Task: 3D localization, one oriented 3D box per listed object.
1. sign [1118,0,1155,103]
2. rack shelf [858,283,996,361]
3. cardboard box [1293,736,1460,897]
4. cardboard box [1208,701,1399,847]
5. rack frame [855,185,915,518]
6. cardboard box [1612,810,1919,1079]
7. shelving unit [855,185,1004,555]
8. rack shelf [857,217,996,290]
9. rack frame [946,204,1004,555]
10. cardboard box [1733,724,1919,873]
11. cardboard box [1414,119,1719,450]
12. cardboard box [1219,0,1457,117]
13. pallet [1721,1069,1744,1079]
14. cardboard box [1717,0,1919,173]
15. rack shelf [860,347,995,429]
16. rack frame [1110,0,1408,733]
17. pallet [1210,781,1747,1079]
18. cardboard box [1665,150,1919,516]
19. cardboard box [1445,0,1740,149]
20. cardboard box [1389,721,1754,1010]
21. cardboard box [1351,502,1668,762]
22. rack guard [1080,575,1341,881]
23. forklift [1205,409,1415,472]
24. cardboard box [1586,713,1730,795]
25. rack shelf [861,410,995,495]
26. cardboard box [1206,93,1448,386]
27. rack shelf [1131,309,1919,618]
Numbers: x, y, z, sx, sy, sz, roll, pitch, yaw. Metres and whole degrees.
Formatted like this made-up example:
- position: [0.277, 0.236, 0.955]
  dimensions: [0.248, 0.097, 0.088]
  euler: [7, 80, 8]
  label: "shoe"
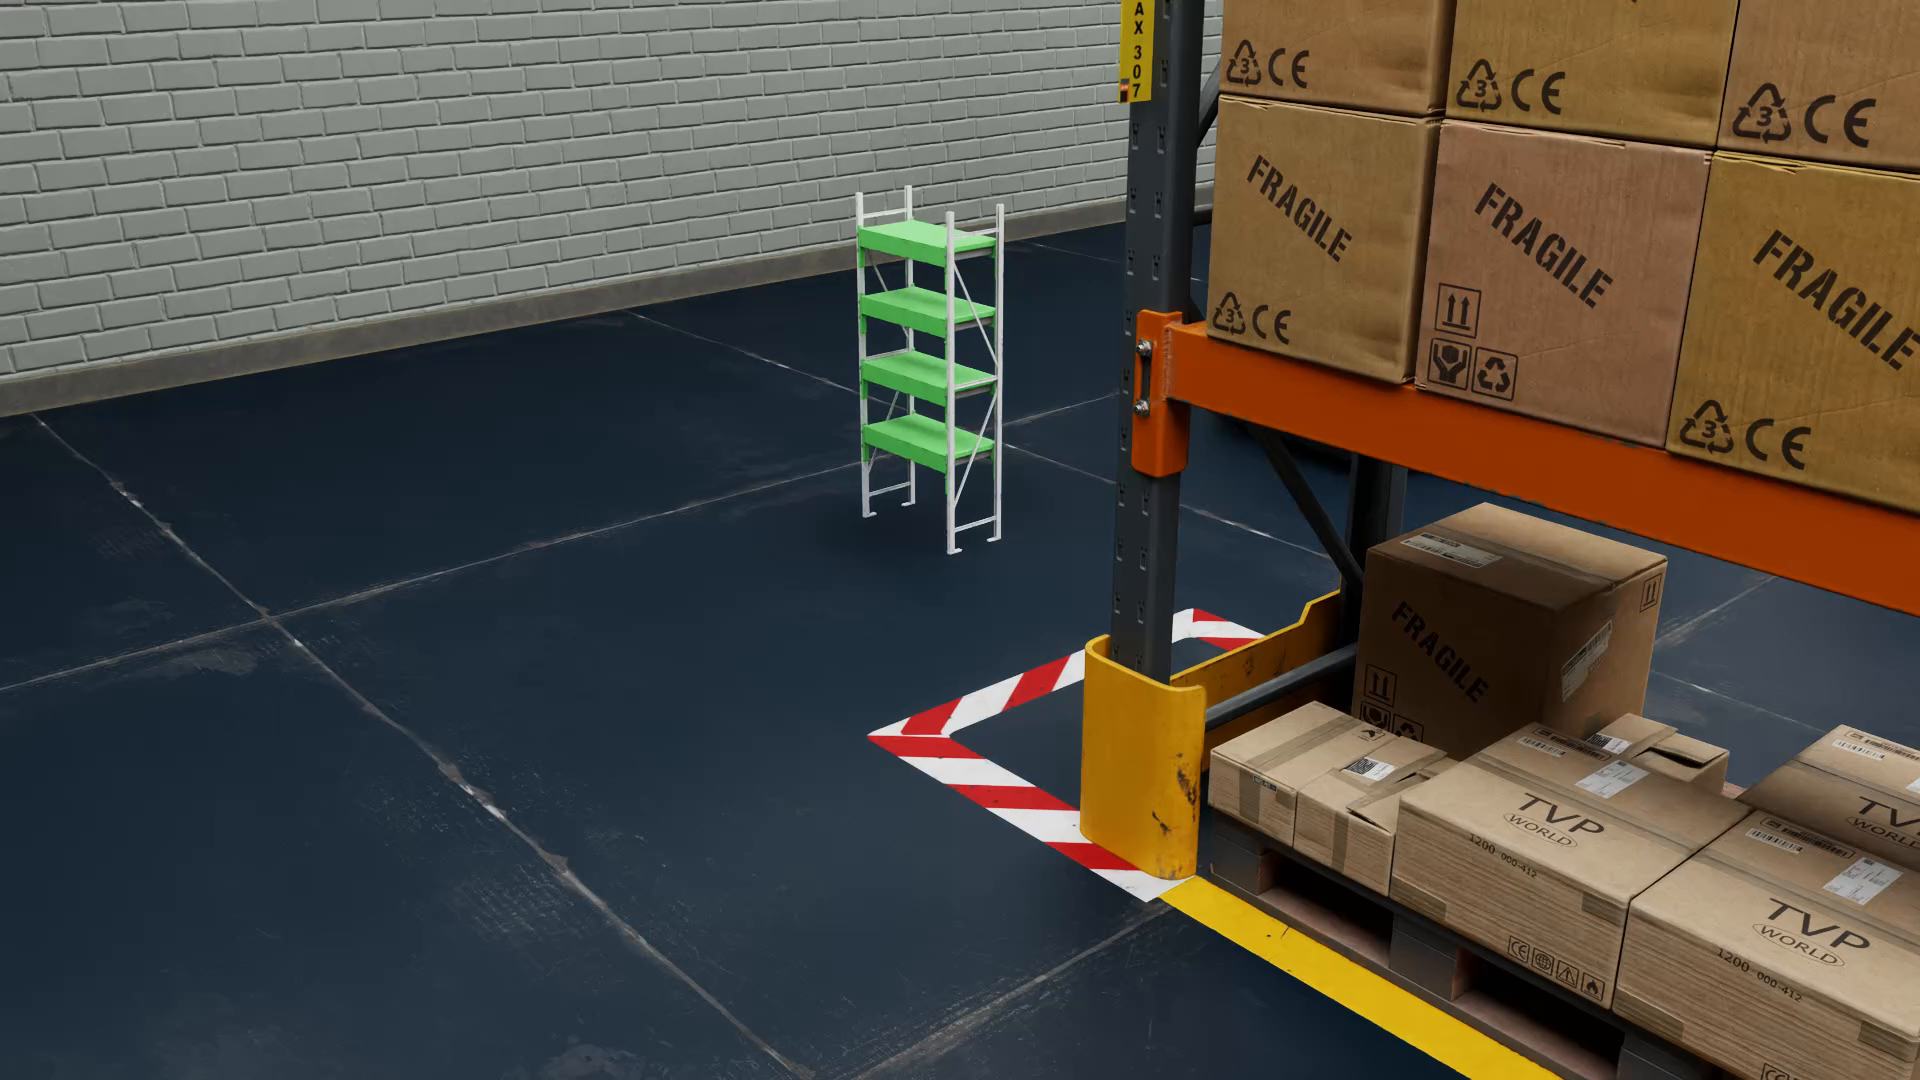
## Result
- position: [0.366, -1.064, 3.399]
  dimensions: [0.100, 0.325, 0.005]
  euler: [-17, 27, -37]
  label: "sign"
- position: [-0.108, -0.768, 5.818]
  dimensions: [0.258, 0.148, 0.480]
  euler: [-17, 27, -37]
  label: "rack shelf"
- position: [0.953, 0.591, 3.643]
  dimensions: [0.380, 0.166, 0.250]
  euler: [-17, 27, -37]
  label: "cardboard box"
- position: [0.790, 0.530, 3.823]
  dimensions: [0.380, 0.149, 0.250]
  euler: [-17, 27, -37]
  label: "cardboard box"
- position: [-0.267, -0.672, 6.054]
  dimensions: [0.240, 1.200, 0.015]
  euler: [-17, 27, -37]
  label: "rack frame"
- position: [1.569, 0.780, 3.047]
  dimensions: [0.500, 0.250, 0.500]
  euler: [-17, 27, -37]
  label: "cardboard box"
- position: [-0.108, -0.604, 5.882]
  dimensions: [0.258, 1.200, 0.503]
  euler: [-17, 27, -37]
  label: "shelving unit"
- position: [-0.108, -0.992, 5.730]
  dimensions: [0.258, 0.148, 0.480]
  euler: [-17, 27, -37]
  label: "rack shelf"
- position: [0.051, -0.537, 5.710]
  dimensions: [0.240, 1.200, 0.015]
  euler: [-17, 27, -37]
  label: "rack frame"
- position: [1.916, 0.647, 3.386]
  dimensions: [0.500, 0.250, 0.500]
  euler: [-17, 27, -37]
  label: "cardboard box"
- position: [1.207, -0.510, 3.035]
  dimensions: [0.500, 0.500, 0.500]
  euler: [-18, 28, -38]
  label: "cardboard box"
- position: [0.867, -1.116, 3.213]
  dimensions: [0.500, 0.500, 0.500]
  euler: [-16, 27, -36]
  label: "cardboard box"
- position: [2.140, 1.087, 2.920]
  dimensions: [1.003, 0.211, 1.213]
  euler: [-17, 27, -37]
  label: "pallet"
- position: [1.536, -0.834, 2.493]
  dimensions: [0.500, 0.500, 0.500]
  euler: [-17, 27, -37]
  label: "cardboard box"
- position: [-0.108, -0.545, 5.905]
  dimensions: [0.258, 0.148, 0.480]
  euler: [-17, 27, -37]
  label: "rack shelf"
- position: [0.777, -0.790, 3.887]
  dimensions: [1.000, 3.000, 0.127]
  euler: [-17, 27, -37]
  label: "rack frame"
- position: [1.347, 0.750, 3.780]
  dimensions: [1.003, 0.211, 1.213]
  euler: [-17, 27, -37]
  label: "pallet"
- position: [1.533, -0.370, 2.679]
  dimensions: [0.500, 0.500, 0.500]
  euler: [-18, 27, -38]
  label: "cardboard box"
- position: [1.213, -0.974, 2.849]
  dimensions: [0.500, 0.500, 0.500]
  euler: [-17, 27, -37]
  label: "cardboard box"
- position: [1.243, 0.642, 3.400]
  dimensions: [0.500, 0.250, 0.500]
  euler: [-17, 27, -37]
  label: "cardboard box"
- position: [1.318, 0.261, 4.029]
  dimensions: [0.500, 0.500, 0.500]
  euler: [-17, 27, -37]
  label: "cardboard box"
- position: [0.826, 0.395, 4.289]
  dimensions: [1.175, 0.500, 0.348]
  euler: [-17, 27, -37]
  label: "rack guard"
- position: [2.562, -2.037, 7.165]
  dimensions: [3.031, 2.935, 1.130]
  euler: [-14, 26, -32]
  label: "forklift"
- position: [1.514, 0.550, 3.749]
  dimensions: [0.380, 0.166, 0.250]
  euler: [-17, 27, -37]
  label: "cardboard box"
- position: [-0.108, -0.321, 5.993]
  dimensions: [0.258, 0.148, 0.480]
  euler: [-17, 27, -37]
  label: "rack shelf"
- position: [0.867, -0.651, 3.396]
  dimensions: [0.500, 0.500, 0.500]
  euler: [-17, 27, -36]
  label: "cardboard box"
- position: [2.082, 0.098, 2.608]
  dimensions: [1.077, 0.370, 4.000]
  euler: [-17, 27, -37]
  label: "rack shelf"
